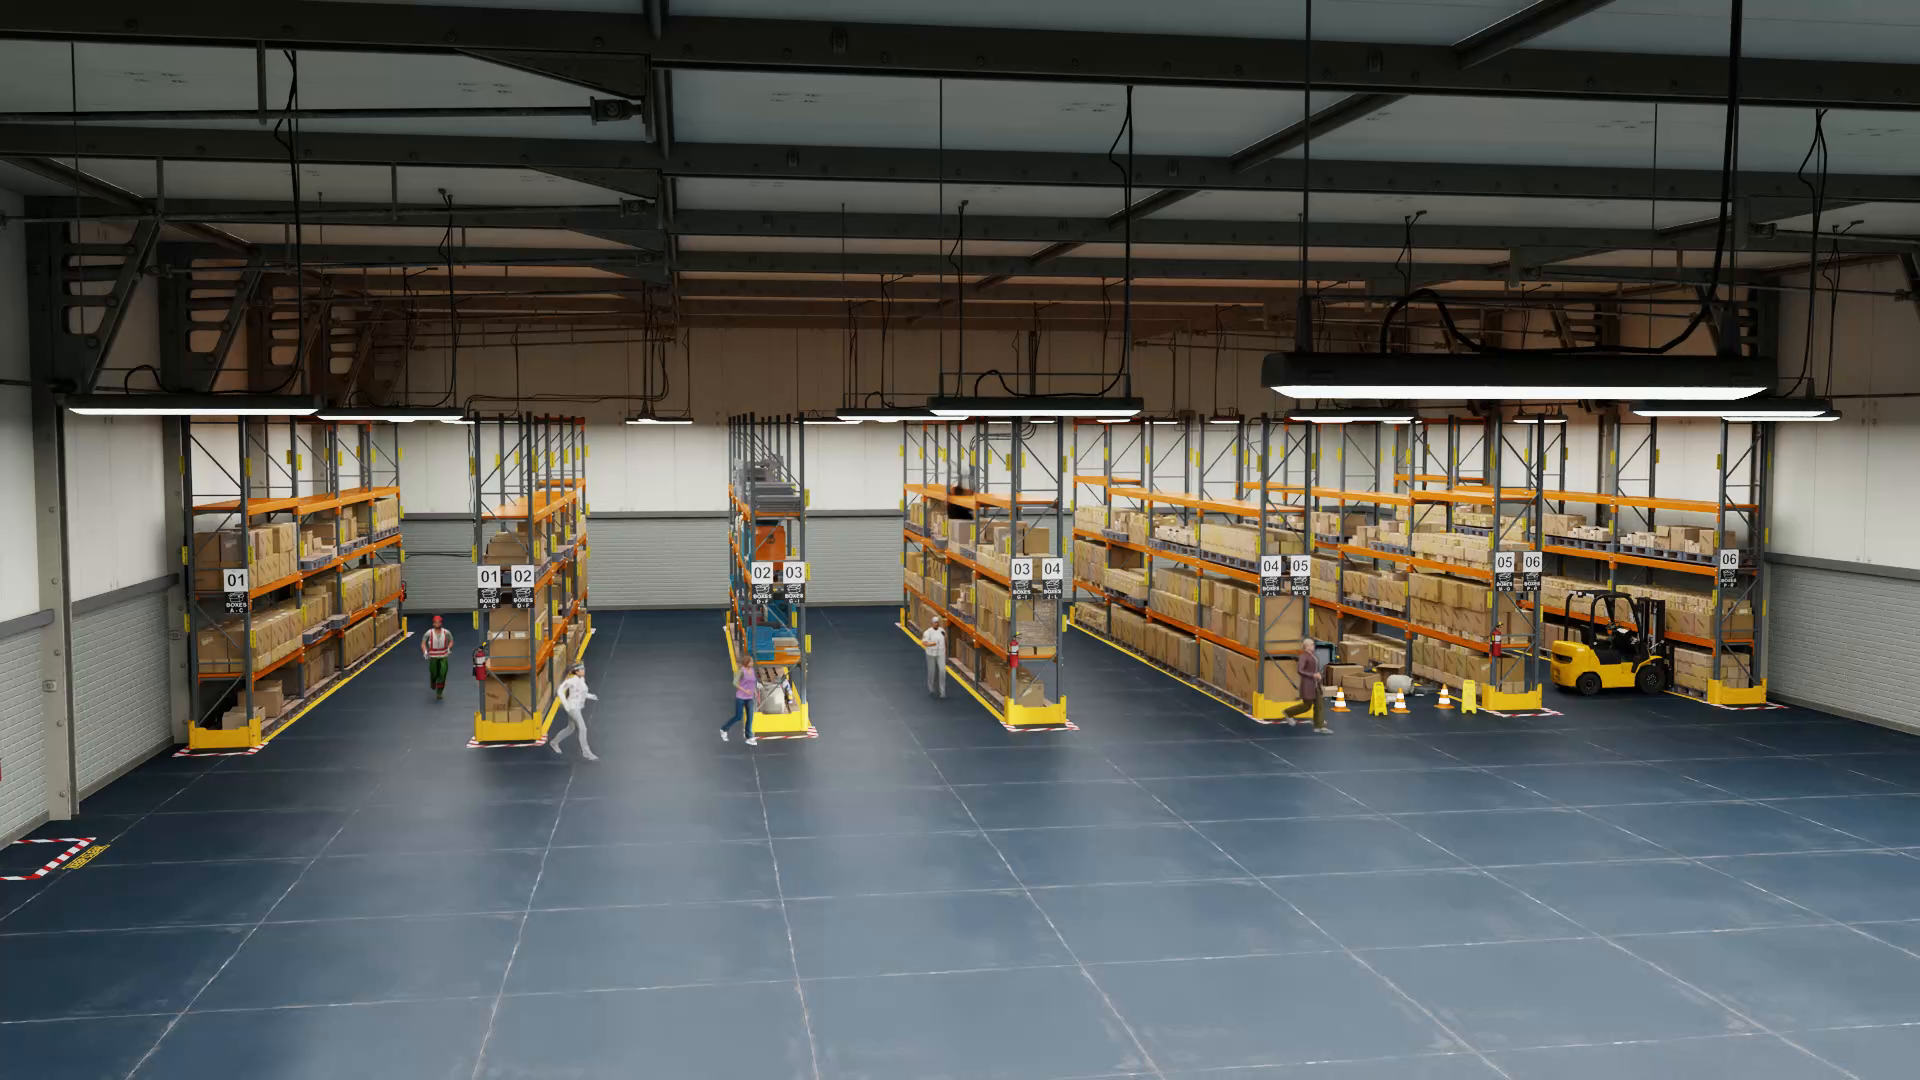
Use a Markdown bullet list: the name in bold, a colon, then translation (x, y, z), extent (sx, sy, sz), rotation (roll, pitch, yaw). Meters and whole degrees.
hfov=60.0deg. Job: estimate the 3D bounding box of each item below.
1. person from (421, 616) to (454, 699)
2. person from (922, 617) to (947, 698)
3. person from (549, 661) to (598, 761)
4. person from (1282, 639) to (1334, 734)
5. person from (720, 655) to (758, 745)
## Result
- **person**: translation (-11.031, 2.466, 35.163), extent (0.658, 1.740, 0.606), rotation (-2, 4, -25)
- **person**: translation (-0.527, 2.486, 35.444), extent (0.593, 1.722, 0.816), rotation (-1, 4, -12)
- **person**: translation (-6.679, 2.931, 28.687), extent (0.942, 1.698, 0.569), rotation (1, 4, 11)
- **person**: translation (6.510, 2.744, 31.075), extent (0.999, 1.722, 0.714), rotation (3, 5, 35)
- **person**: translation (-3.872, 2.871, 30.081), extent (0.823, 1.568, 0.607), rotation (3, 5, 37)
